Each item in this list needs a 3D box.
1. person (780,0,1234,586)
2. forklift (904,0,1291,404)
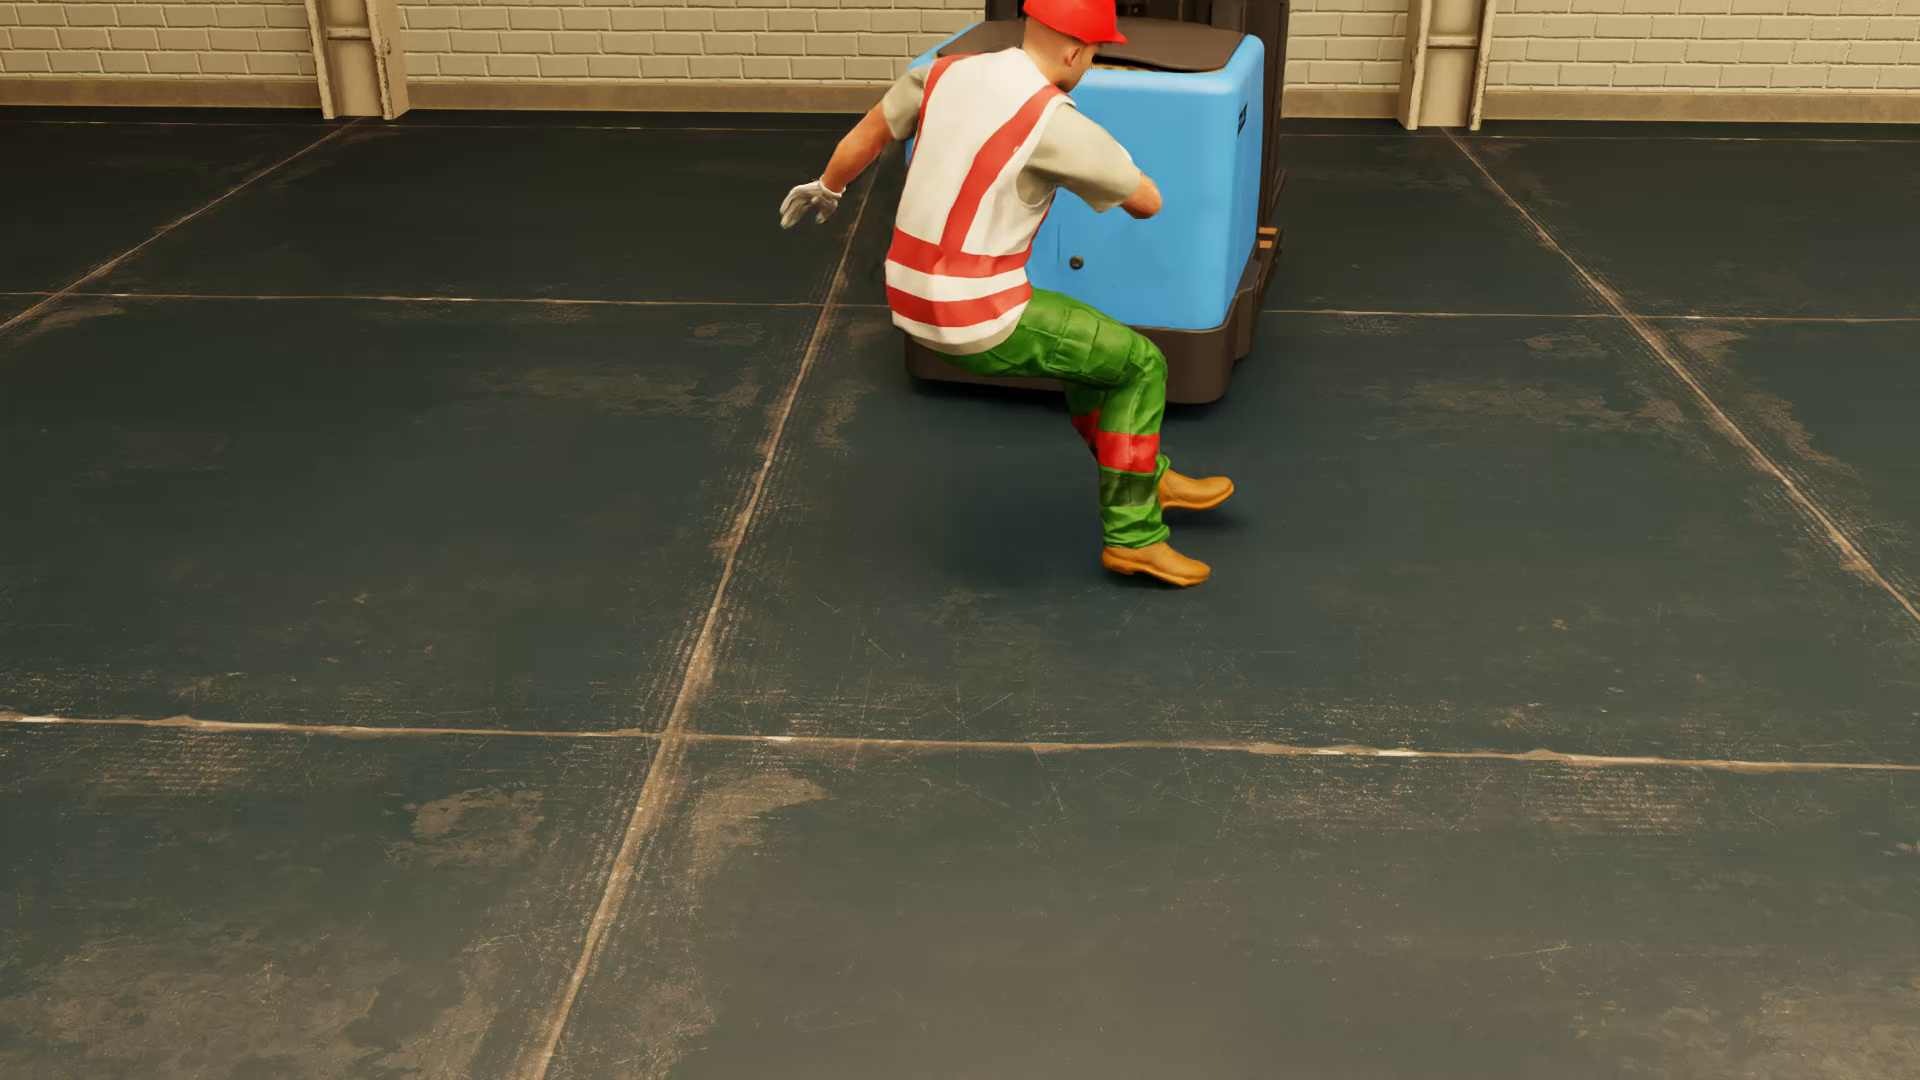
[{"bbox_3d":[0.196,-0.713,4.297,0.965,1.507,1.087,-16,31,-29],"label":"person"},{"bbox_3d":[0.692,-2.372,6.018,1.130,2.935,3.031,7,27,13],"label":"forklift"}]
